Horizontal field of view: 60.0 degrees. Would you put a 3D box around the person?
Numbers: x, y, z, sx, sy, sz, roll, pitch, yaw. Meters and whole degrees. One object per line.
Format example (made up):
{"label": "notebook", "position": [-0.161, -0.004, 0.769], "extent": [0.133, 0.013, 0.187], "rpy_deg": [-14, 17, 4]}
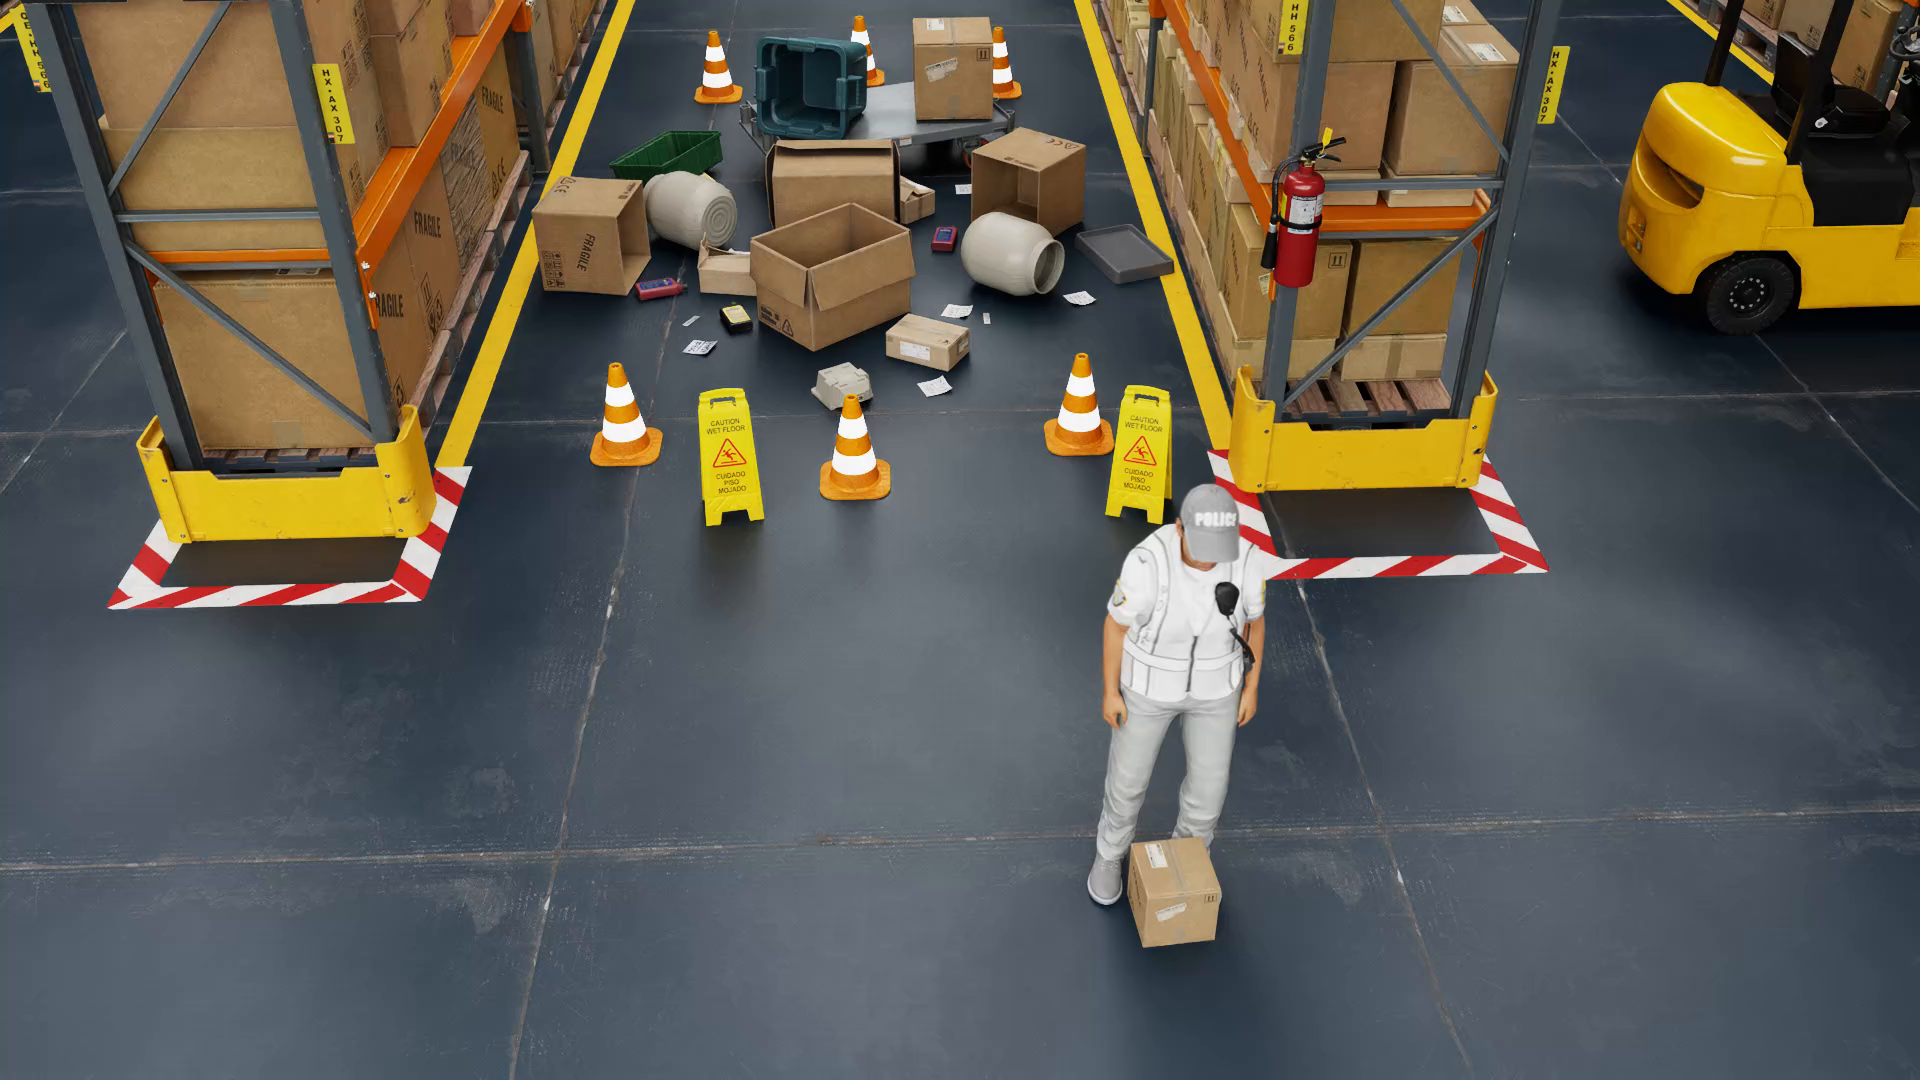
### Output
{"label": "person", "position": [0.715, 0.497, 5.441], "extent": [0.542, 1.666, 0.469], "rpy_deg": [-2, 35, -2]}
